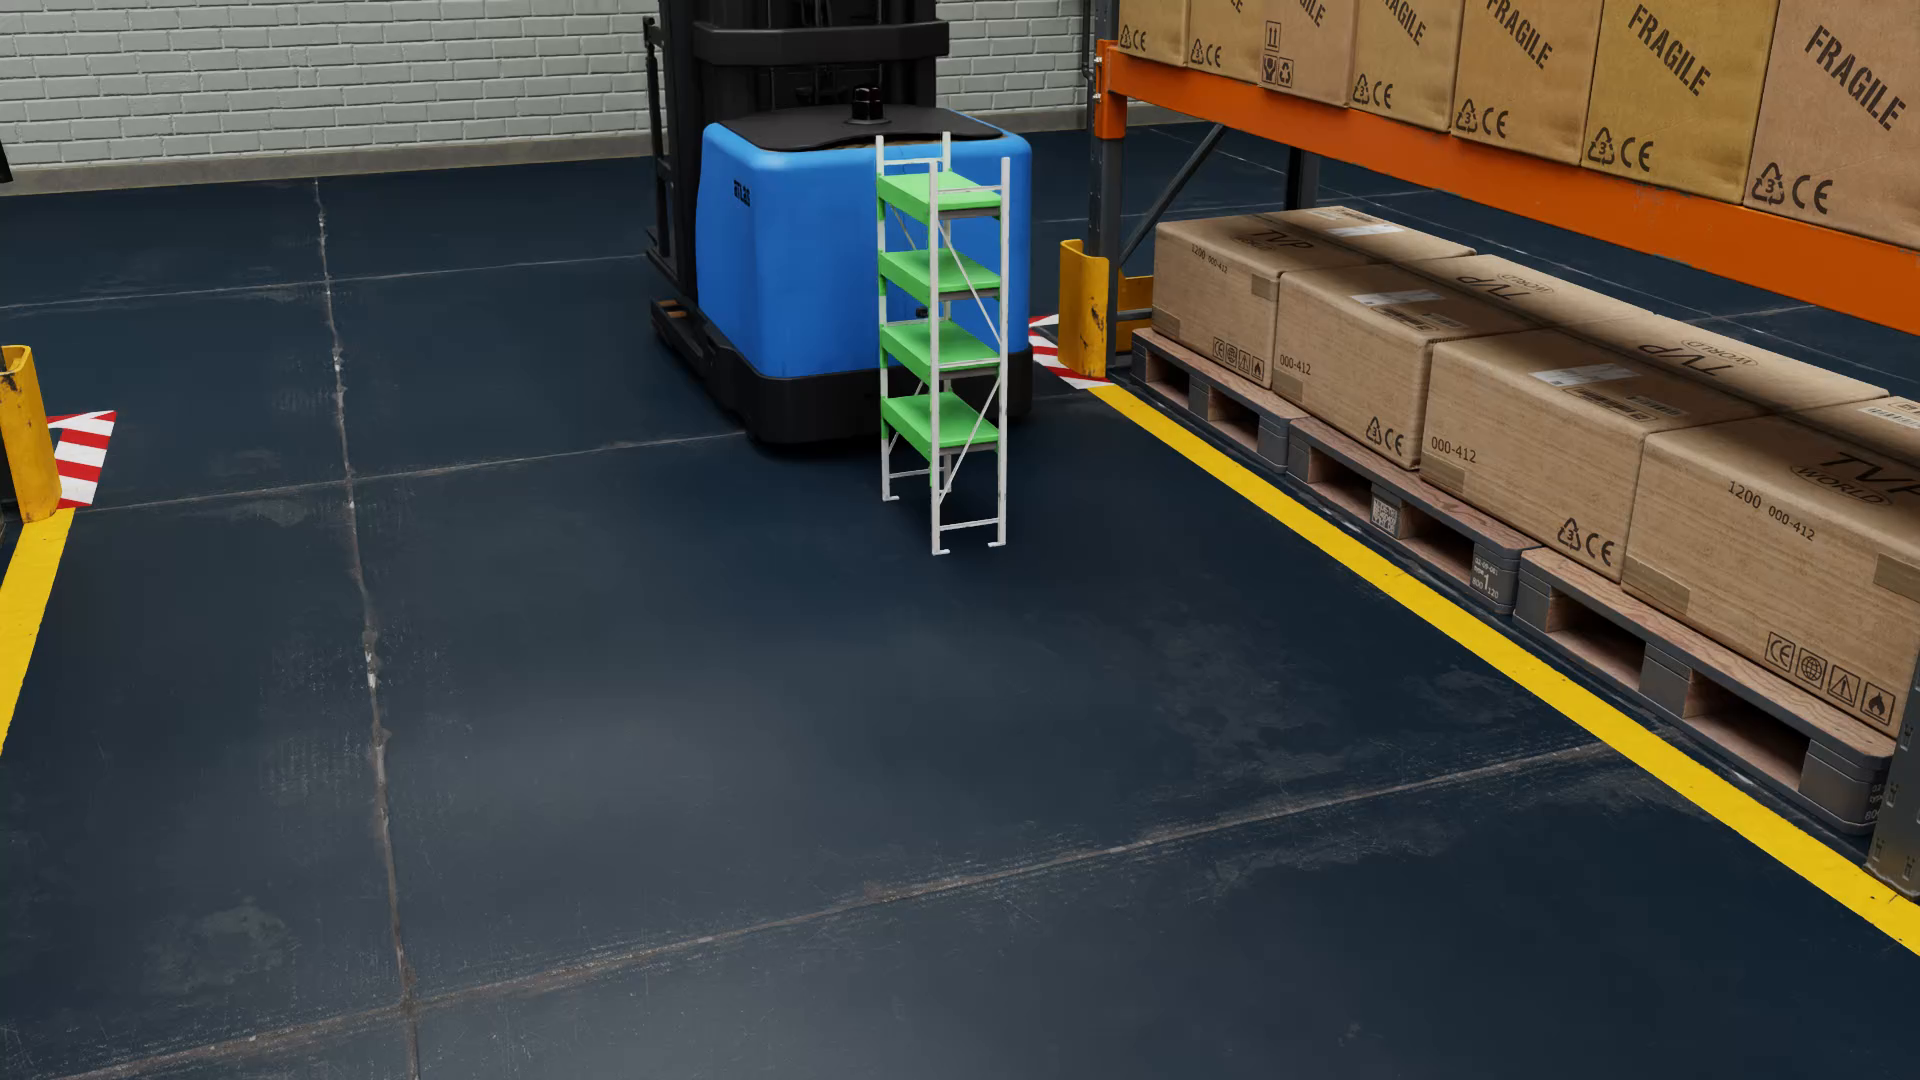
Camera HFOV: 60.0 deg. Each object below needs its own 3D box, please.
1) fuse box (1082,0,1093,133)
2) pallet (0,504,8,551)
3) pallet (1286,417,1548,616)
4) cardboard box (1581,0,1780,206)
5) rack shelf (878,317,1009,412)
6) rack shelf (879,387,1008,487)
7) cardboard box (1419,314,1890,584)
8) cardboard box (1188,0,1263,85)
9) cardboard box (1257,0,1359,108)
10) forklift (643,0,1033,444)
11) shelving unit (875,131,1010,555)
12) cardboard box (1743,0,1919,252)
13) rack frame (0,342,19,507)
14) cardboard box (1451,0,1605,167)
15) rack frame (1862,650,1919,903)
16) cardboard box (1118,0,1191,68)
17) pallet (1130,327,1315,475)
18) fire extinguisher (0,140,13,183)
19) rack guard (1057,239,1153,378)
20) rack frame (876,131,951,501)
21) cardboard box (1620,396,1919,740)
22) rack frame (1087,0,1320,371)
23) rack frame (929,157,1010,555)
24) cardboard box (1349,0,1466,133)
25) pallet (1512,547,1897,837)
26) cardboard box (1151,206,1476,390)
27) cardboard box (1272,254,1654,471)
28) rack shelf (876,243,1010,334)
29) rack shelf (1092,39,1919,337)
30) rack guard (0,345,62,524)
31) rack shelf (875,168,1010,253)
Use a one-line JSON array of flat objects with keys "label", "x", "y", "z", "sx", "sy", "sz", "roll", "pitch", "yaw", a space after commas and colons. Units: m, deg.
[{"label": "fuse box", "x": 1.015, "y": -3.860, "z": 12.204, "sx": 0.539, "sy": 1.711, "sz": 0.414, "roll": -8, "pitch": 24, "yaw": -19}, {"label": "pallet", "x": -3.303, "y": 0.156, "z": 4.608, "sx": 1.003, "sy": 0.211, "sz": 1.213, "roll": -8, "pitch": 24, "yaw": -19}, {"label": "pallet", "x": 1.794, "y": -0.165, "z": 5.370, "sx": 1.003, "sy": 0.211, "sz": 1.213, "roll": -8, "pitch": 24, "yaw": -19}, {"label": "cardboard box", "x": 1.835, "y": -1.085, "z": 3.833, "sx": 0.500, "sy": 0.500, "sz": 0.500, "roll": -9, "pitch": 24, "yaw": -20}, {"label": "rack shelf", "x": -0.058, "y": -0.554, "z": 5.184, "sx": 0.258, "sy": 0.148, "sz": 0.480, "roll": -8, "pitch": 24, "yaw": -19}, {"label": "rack shelf", "x": -0.058, "y": -0.333, "z": 5.278, "sx": 0.258, "sy": 0.148, "sz": 0.480, "roll": -8, "pitch": 24, "yaw": -19}, {"label": "cardboard box", "x": 1.986, "y": -0.300, "z": 4.858, "sx": 0.875, "sy": 0.438, "sz": 0.875, "roll": -9, "pitch": 25, "yaw": -21}, {"label": "cardboard box", "x": 1.117, "y": -1.825, "z": 5.589, "sx": 0.500, "sy": 0.500, "sz": 0.500, "roll": -9, "pitch": 24, "yaw": -20}, {"label": "cardboard box", "x": 1.280, "y": -1.638, "z": 5.144, "sx": 0.500, "sy": 0.500, "sz": 0.500, "roll": -8, "pitch": 24, "yaw": -19}, {"label": "forklift", "x": -0.731, "y": -2.231, "z": 6.771, "sx": 1.130, "sy": 2.935, "sz": 3.031, "roll": -8, "pitch": 24, "yaw": -19}, {"label": "shelving unit", "x": -0.058, "y": -0.613, "z": 5.160, "sx": 0.258, "sy": 1.200, "sz": 0.503, "roll": -8, "pitch": 24, "yaw": -19}, {"label": "cardboard box", "x": 2.022, "y": -0.899, "z": 3.391, "sx": 0.500, "sy": 0.500, "sz": 0.500, "roll": -8, "pitch": 24, "yaw": -19}, {"label": "rack frame", "x": -3.584, "y": -1.457, "z": 4.844, "sx": 1.000, "sy": 3.000, "sz": 0.127, "roll": -8, "pitch": 24, "yaw": -19}, {"label": "cardboard box", "x": 1.643, "y": -1.265, "z": 4.262, "sx": 0.500, "sy": 0.500, "sz": 0.500, "roll": -9, "pitch": 24, "yaw": -20}, {"label": "rack frame", "x": 2.425, "y": -0.719, "z": 3.094, "sx": 1.000, "sy": 3.000, "sz": 0.127, "roll": -8, "pitch": 24, "yaw": -19}, {"label": "cardboard box", "x": 0.913, "y": -2.005, "z": 6.016, "sx": 0.500, "sy": 0.500, "sz": 0.500, "roll": -9, "pitch": 24, "yaw": -19}, {"label": "pallet", "x": 1.367, "y": -0.608, "z": 6.420, "sx": 1.003, "sy": 0.211, "sz": 1.213, "roll": -8, "pitch": 24, "yaw": -19}, {"label": "fire extinguisher", "x": -3.241, "y": -1.404, "z": 5.299, "sx": 0.296, "sy": 0.674, "sz": 0.183, "roll": -8, "pitch": 24, "yaw": -19}, {"label": "rack guard", "x": 1.003, "y": -1.029, "z": 7.049, "sx": 1.175, "sy": 0.500, "sz": 0.348, "roll": -8, "pitch": 24, "yaw": -19}, {"label": "rack frame", "x": -0.145, "y": -0.702, "z": 5.370, "sx": 0.240, "sy": 1.200, "sz": 0.015, "roll": -8, "pitch": 24, "yaw": -19}, {"label": "cardboard box", "x": 2.303, "y": 0.025, "z": 4.086, "sx": 0.875, "sy": 0.438, "sz": 0.875, "roll": -9, "pitch": 24, "yaw": -20}, {"label": "rack frame", "x": 1.012, "y": -2.172, "z": 6.542, "sx": 1.000, "sy": 3.000, "sz": 0.127, "roll": -8, "pitch": 24, "yaw": -19}, {"label": "rack frame", "x": 0.028, "y": -0.524, "z": 4.949, "sx": 0.240, "sy": 1.200, "sz": 0.015, "roll": -8, "pitch": 24, "yaw": -19}, {"label": "cardboard box", "x": 1.473, "y": -1.458, "z": 4.718, "sx": 0.500, "sy": 0.500, "sz": 0.500, "roll": -8, "pitch": 24, "yaw": -17}, {"label": "pallet", "x": 2.229, "y": 0.279, "z": 4.317, "sx": 1.003, "sy": 0.211, "sz": 1.213, "roll": -8, "pitch": 24, "yaw": -19}, {"label": "cardboard box", "x": 1.338, "y": -0.959, "z": 6.422, "sx": 0.875, "sy": 0.438, "sz": 0.875, "roll": -9, "pitch": 25, "yaw": -21}, {"label": "cardboard box", "x": 1.669, "y": -0.628, "z": 5.636, "sx": 0.875, "sy": 0.438, "sz": 0.875, "roll": -8, "pitch": 24, "yaw": -18}, {"label": "rack shelf", "x": -0.058, "y": -0.775, "z": 5.091, "sx": 0.258, "sy": 0.148, "sz": 0.480, "roll": -8, "pitch": 24, "yaw": -19}, {"label": "rack shelf", "x": 1.718, "y": -1.114, "z": 4.958, "sx": 1.077, "sy": 0.370, "sz": 4.000, "roll": -8, "pitch": 24, "yaw": -19}, {"label": "rack guard", "x": -3.557, "y": -0.277, "z": 5.264, "sx": 1.175, "sy": 0.500, "sz": 0.348, "roll": -8, "pitch": 24, "yaw": -19}, {"label": "rack shelf", "x": -0.058, "y": -0.996, "z": 4.998, "sx": 0.258, "sy": 0.148, "sz": 0.480, "roll": -8, "pitch": 24, "yaw": -19}]
